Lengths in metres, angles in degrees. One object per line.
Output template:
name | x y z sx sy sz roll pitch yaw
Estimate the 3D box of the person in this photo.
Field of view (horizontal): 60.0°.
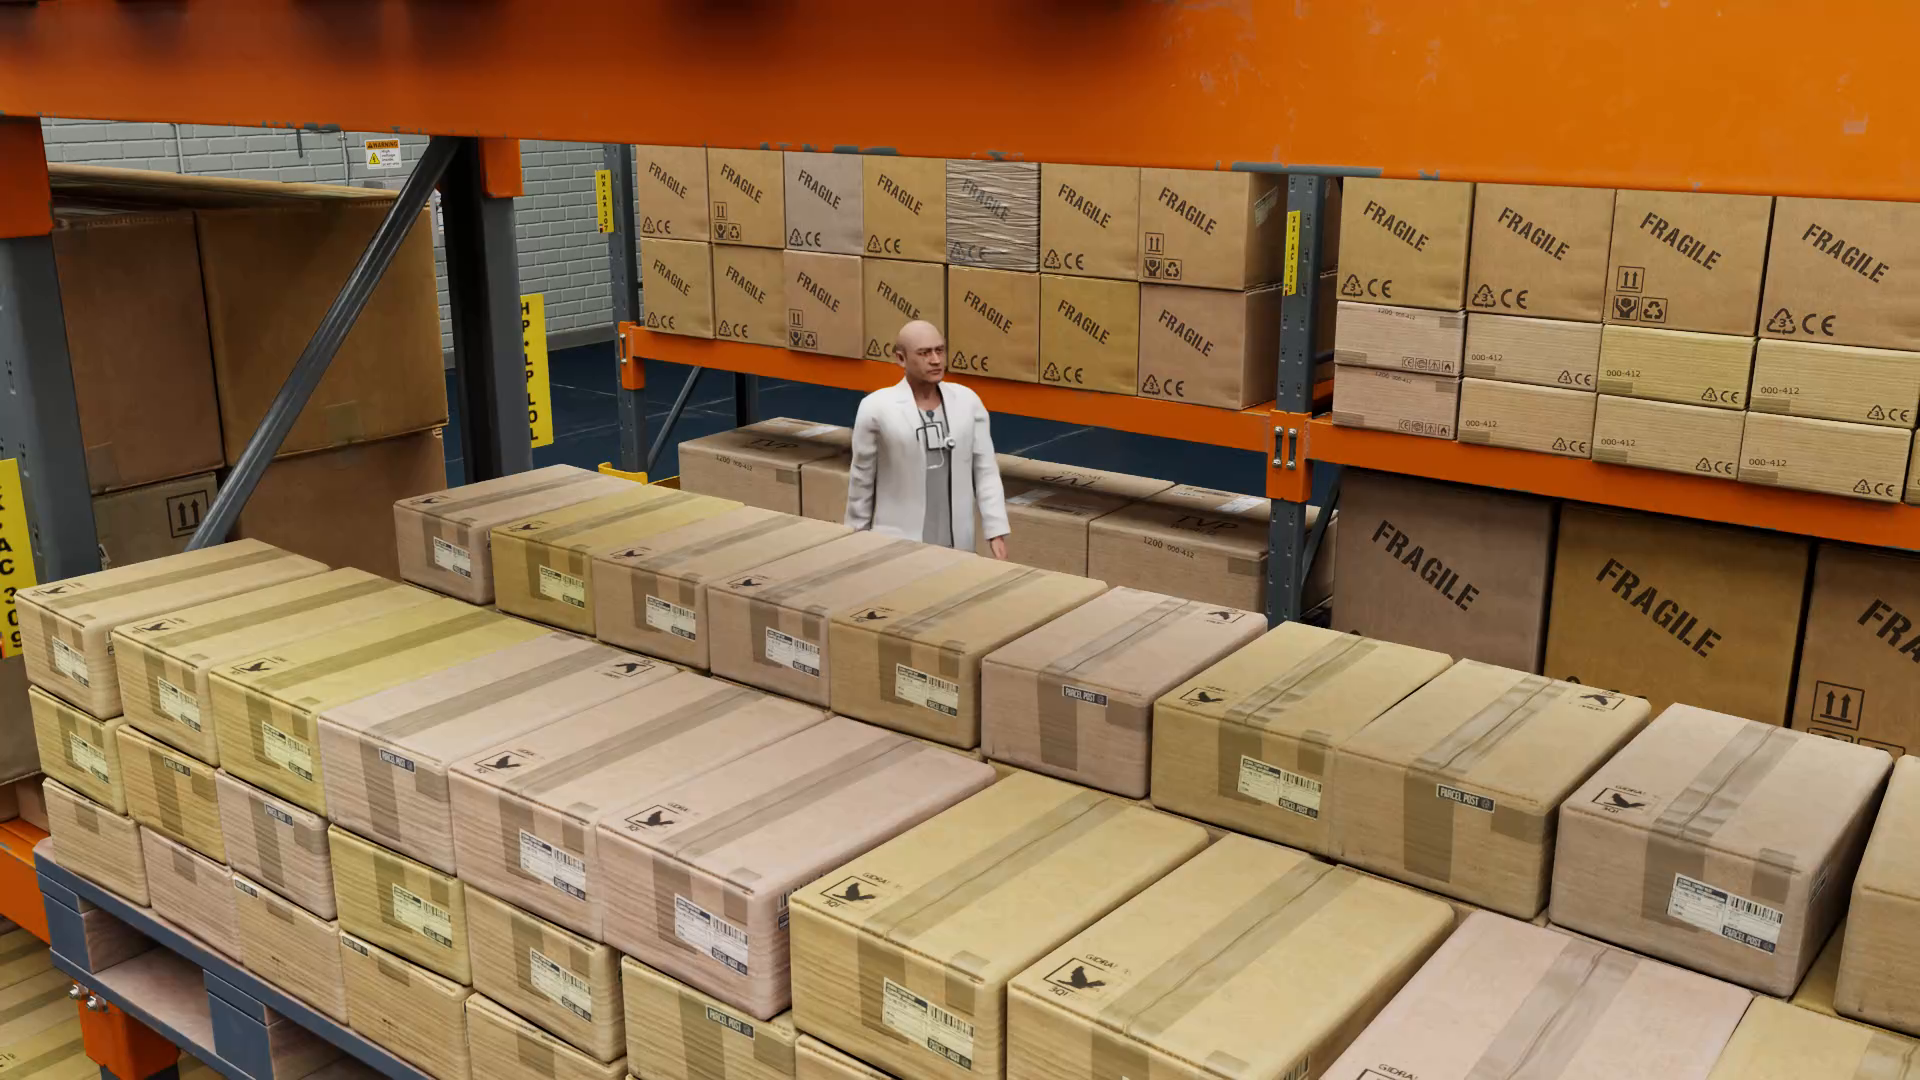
person | -0.142 -0.008 6.601 0.618 1.742 1.095 -7 18 -24
